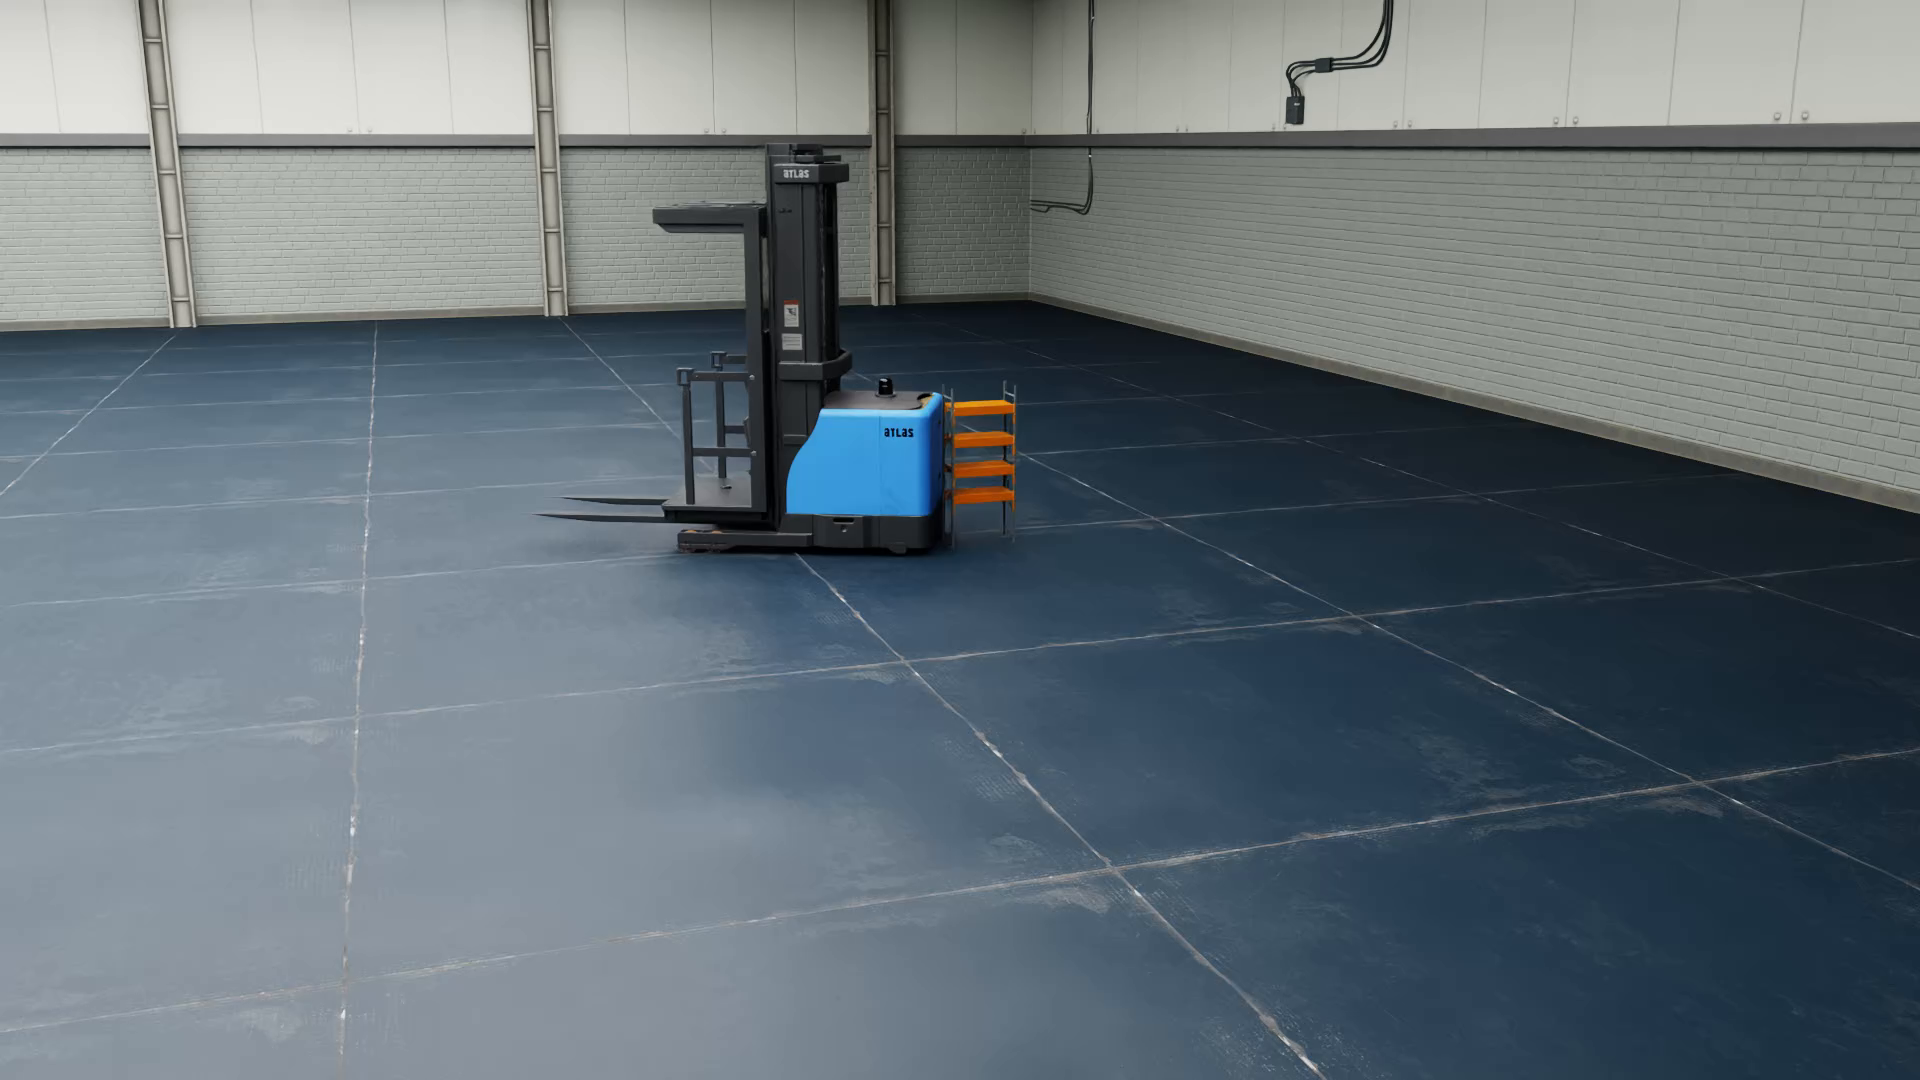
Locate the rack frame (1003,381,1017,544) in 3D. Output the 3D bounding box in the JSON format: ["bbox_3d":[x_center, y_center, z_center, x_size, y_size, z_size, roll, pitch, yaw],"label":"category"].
[{"bbox_3d":[0.374,-0.583,12.501,0.015,1.200,0.240,-4,14,-18],"label":"rack frame"}]

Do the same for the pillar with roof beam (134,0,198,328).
[{"bbox_3d":[-11.437,-6.960,22.456,0.400,9.000,9.100,-4,14,-18],"label":"pillar with roof beam"}]

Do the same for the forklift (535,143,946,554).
[{"bbox_3d":[-1.662,-1.447,12.390,3.031,2.935,1.130,1,13,5],"label":"forklift"}]

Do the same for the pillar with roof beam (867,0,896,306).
[{"bbox_3d":[-0.064,-7.845,26.180,0.400,9.000,9.100,-4,14,-18],"label":"pillar with roof beam"}]

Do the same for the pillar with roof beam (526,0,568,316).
[{"bbox_3d":[-5.751,-7.403,24.318,0.400,9.000,9.100,-4,14,-18],"label":"pillar with roof beam"}]

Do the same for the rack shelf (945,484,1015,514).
[{"bbox_3d":[0.143,-0.306,12.486,0.480,0.148,0.258,-4,14,-18],"label":"rack shelf"}]

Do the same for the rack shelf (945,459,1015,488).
[{"bbox_3d":[0.143,-0.499,12.440,0.480,0.148,0.258,-4,14,-18],"label":"rack shelf"}]

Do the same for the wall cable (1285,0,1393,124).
[{"bbox_3d":[4.790,-8.288,20.692,0.169,6.003,2.305,-4,14,-18],"label":"wall cable"}]

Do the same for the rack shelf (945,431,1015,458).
[{"bbox_3d":[0.143,-0.717,12.389,0.480,0.148,0.258,-4,14,-18],"label":"rack shelf"}]

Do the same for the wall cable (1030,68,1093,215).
[{"bbox_3d":[1.777,-7.206,30.203,0.112,2.526,3.097,-4,14,-18],"label":"wall cable"}]

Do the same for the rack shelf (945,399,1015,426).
[{"bbox_3d":[0.143,-0.947,12.334,0.480,0.148,0.258,-4,14,-18],"label":"rack shelf"}]

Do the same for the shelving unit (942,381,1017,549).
[{"bbox_3d":[0.143,-0.565,12.425,0.503,1.200,0.258,-4,14,-18],"label":"shelving unit"}]

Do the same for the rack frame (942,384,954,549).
[{"bbox_3d":[-0.088,-0.547,12.348,0.015,1.200,0.240,-4,14,-18],"label":"rack frame"}]

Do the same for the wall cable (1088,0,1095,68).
[{"bbox_3d":[2.640,-9.070,27.124,0.112,2.526,3.097,-4,14,-18],"label":"wall cable"}]
